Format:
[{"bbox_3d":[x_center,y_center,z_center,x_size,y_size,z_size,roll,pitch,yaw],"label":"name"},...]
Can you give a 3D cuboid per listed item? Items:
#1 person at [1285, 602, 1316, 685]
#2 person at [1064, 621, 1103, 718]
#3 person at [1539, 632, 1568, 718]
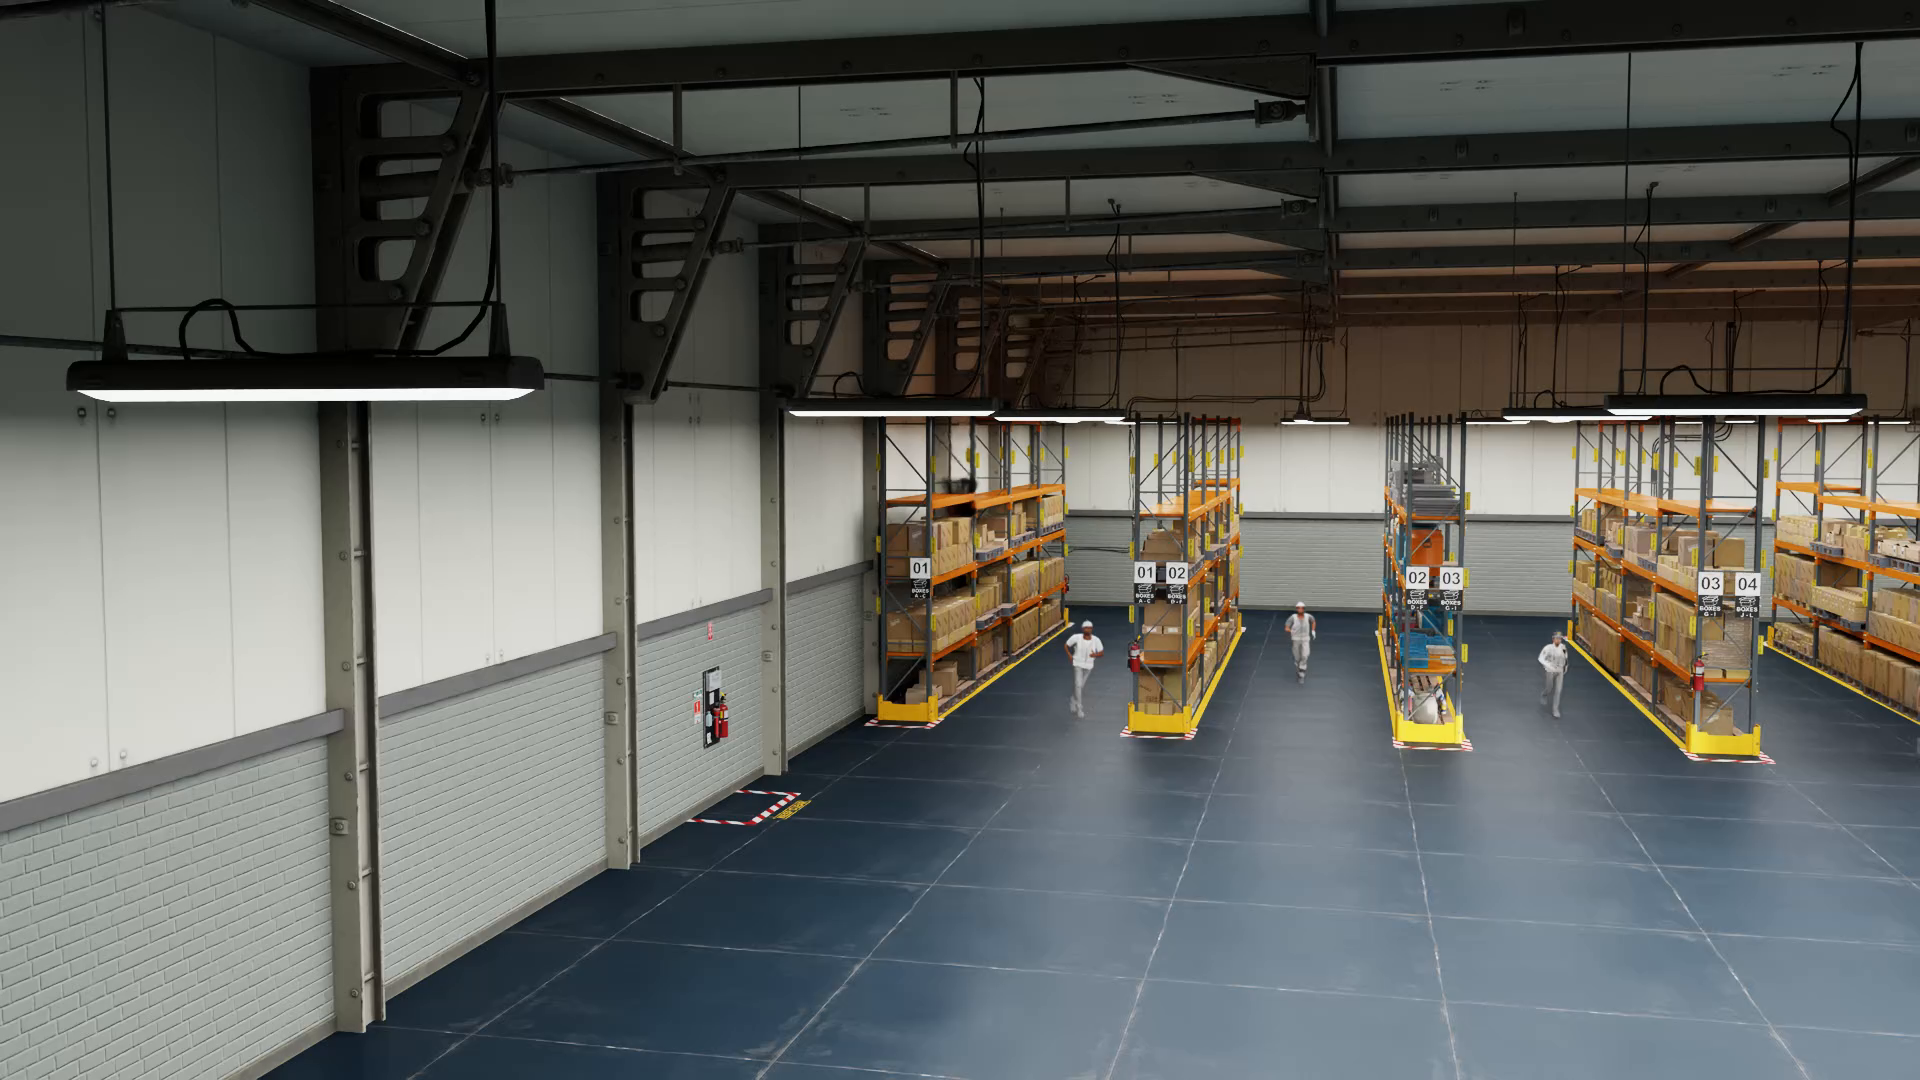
[{"bbox_3d":[7.680,2.309,37.507,0.692,1.831,0.952,0,4,6],"label":"person"},{"bbox_3d":[2.378,2.438,31.737,0.722,1.806,0.880,-1,4,-14],"label":"person"},{"bbox_3d":[11.867,2.646,33.231,0.640,1.686,0.913,0,4,-3],"label":"person"}]
